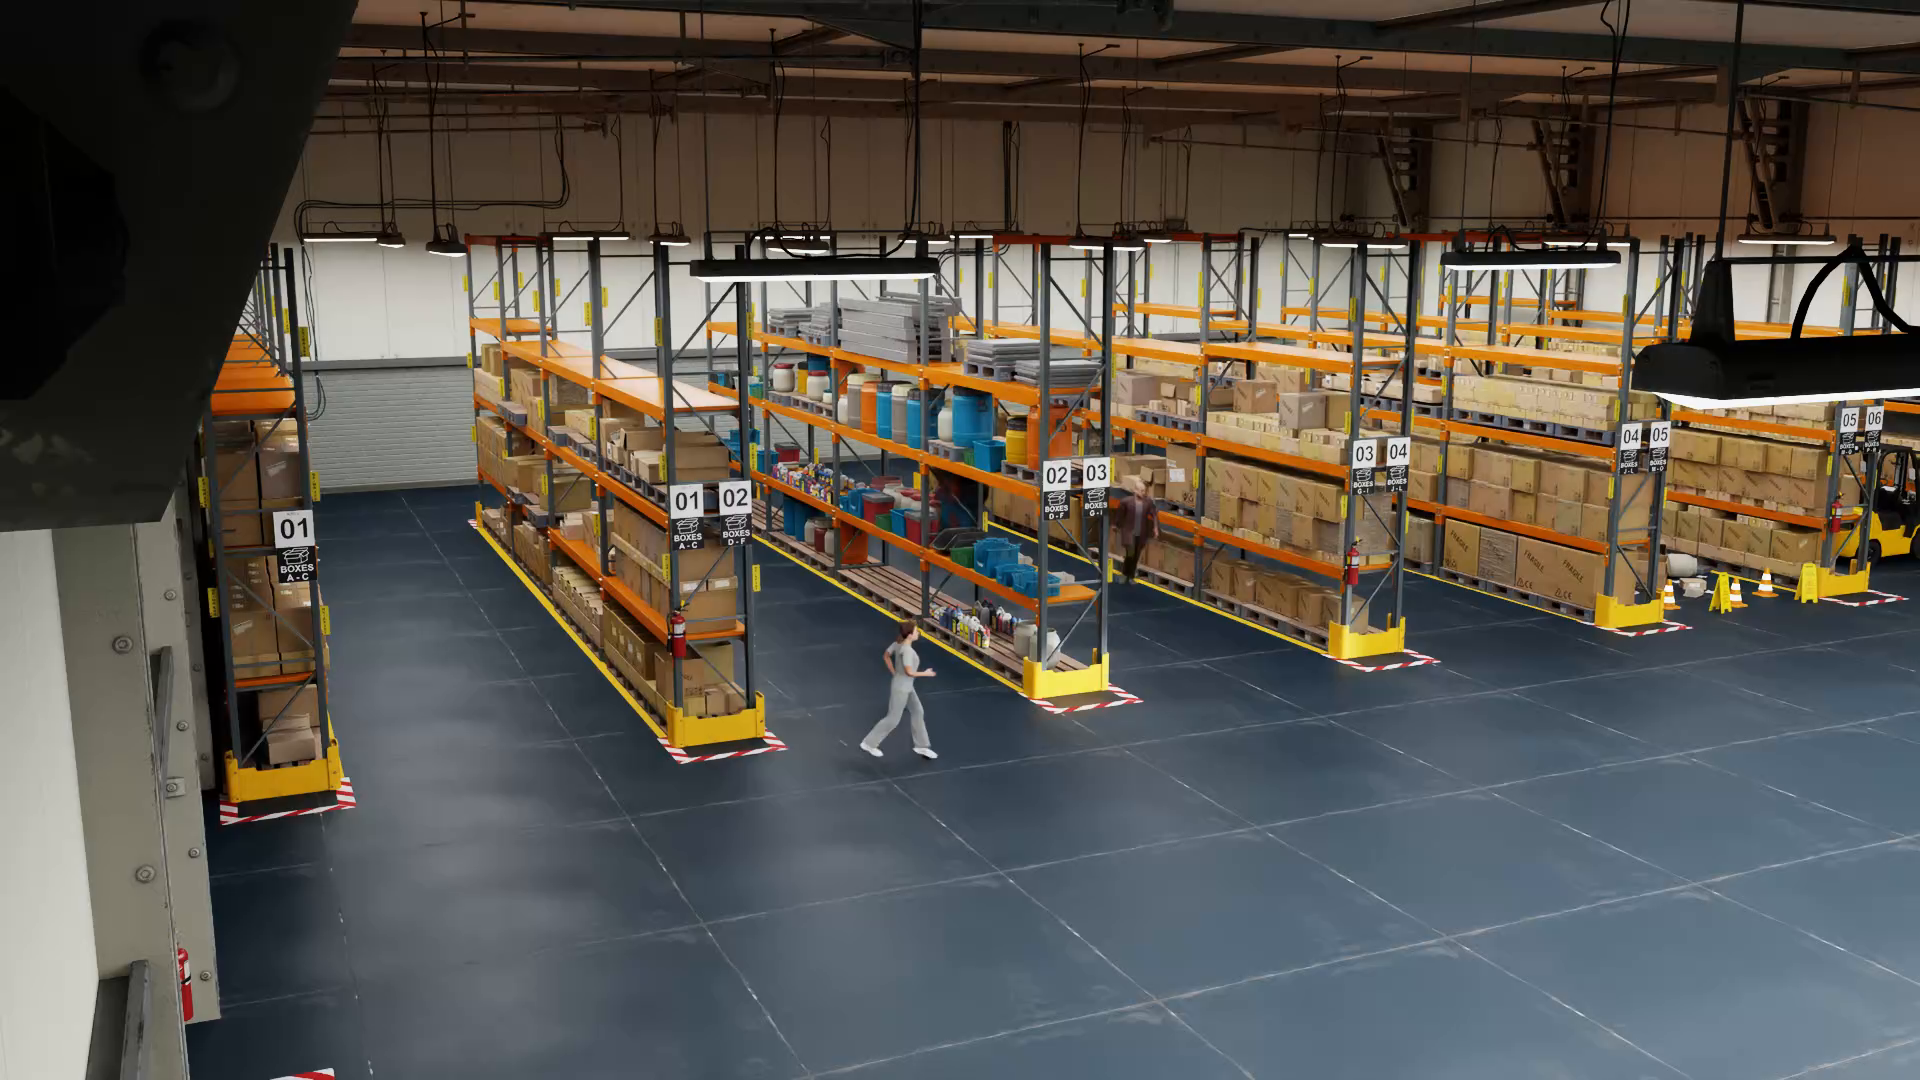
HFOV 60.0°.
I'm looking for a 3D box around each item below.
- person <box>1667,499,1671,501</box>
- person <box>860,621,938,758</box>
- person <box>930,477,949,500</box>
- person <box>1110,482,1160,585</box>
[{"bbox_3d":[14.626,-0.992,34.013,0.608,1.639,0.717,-7,13,-32],"label":"person"},{"bbox_3d":[-0.720,1.784,19.560,0.937,1.688,0.507,-1,11,-5],"label":"person"},{"bbox_3d":[-0.495,-0.468,31.639,0.828,1.548,0.540,10,15,43],"label":"person"},{"bbox_3d":[2.918,-0.090,27.497,0.708,1.758,0.814,-2,11,-10],"label":"person"}]
